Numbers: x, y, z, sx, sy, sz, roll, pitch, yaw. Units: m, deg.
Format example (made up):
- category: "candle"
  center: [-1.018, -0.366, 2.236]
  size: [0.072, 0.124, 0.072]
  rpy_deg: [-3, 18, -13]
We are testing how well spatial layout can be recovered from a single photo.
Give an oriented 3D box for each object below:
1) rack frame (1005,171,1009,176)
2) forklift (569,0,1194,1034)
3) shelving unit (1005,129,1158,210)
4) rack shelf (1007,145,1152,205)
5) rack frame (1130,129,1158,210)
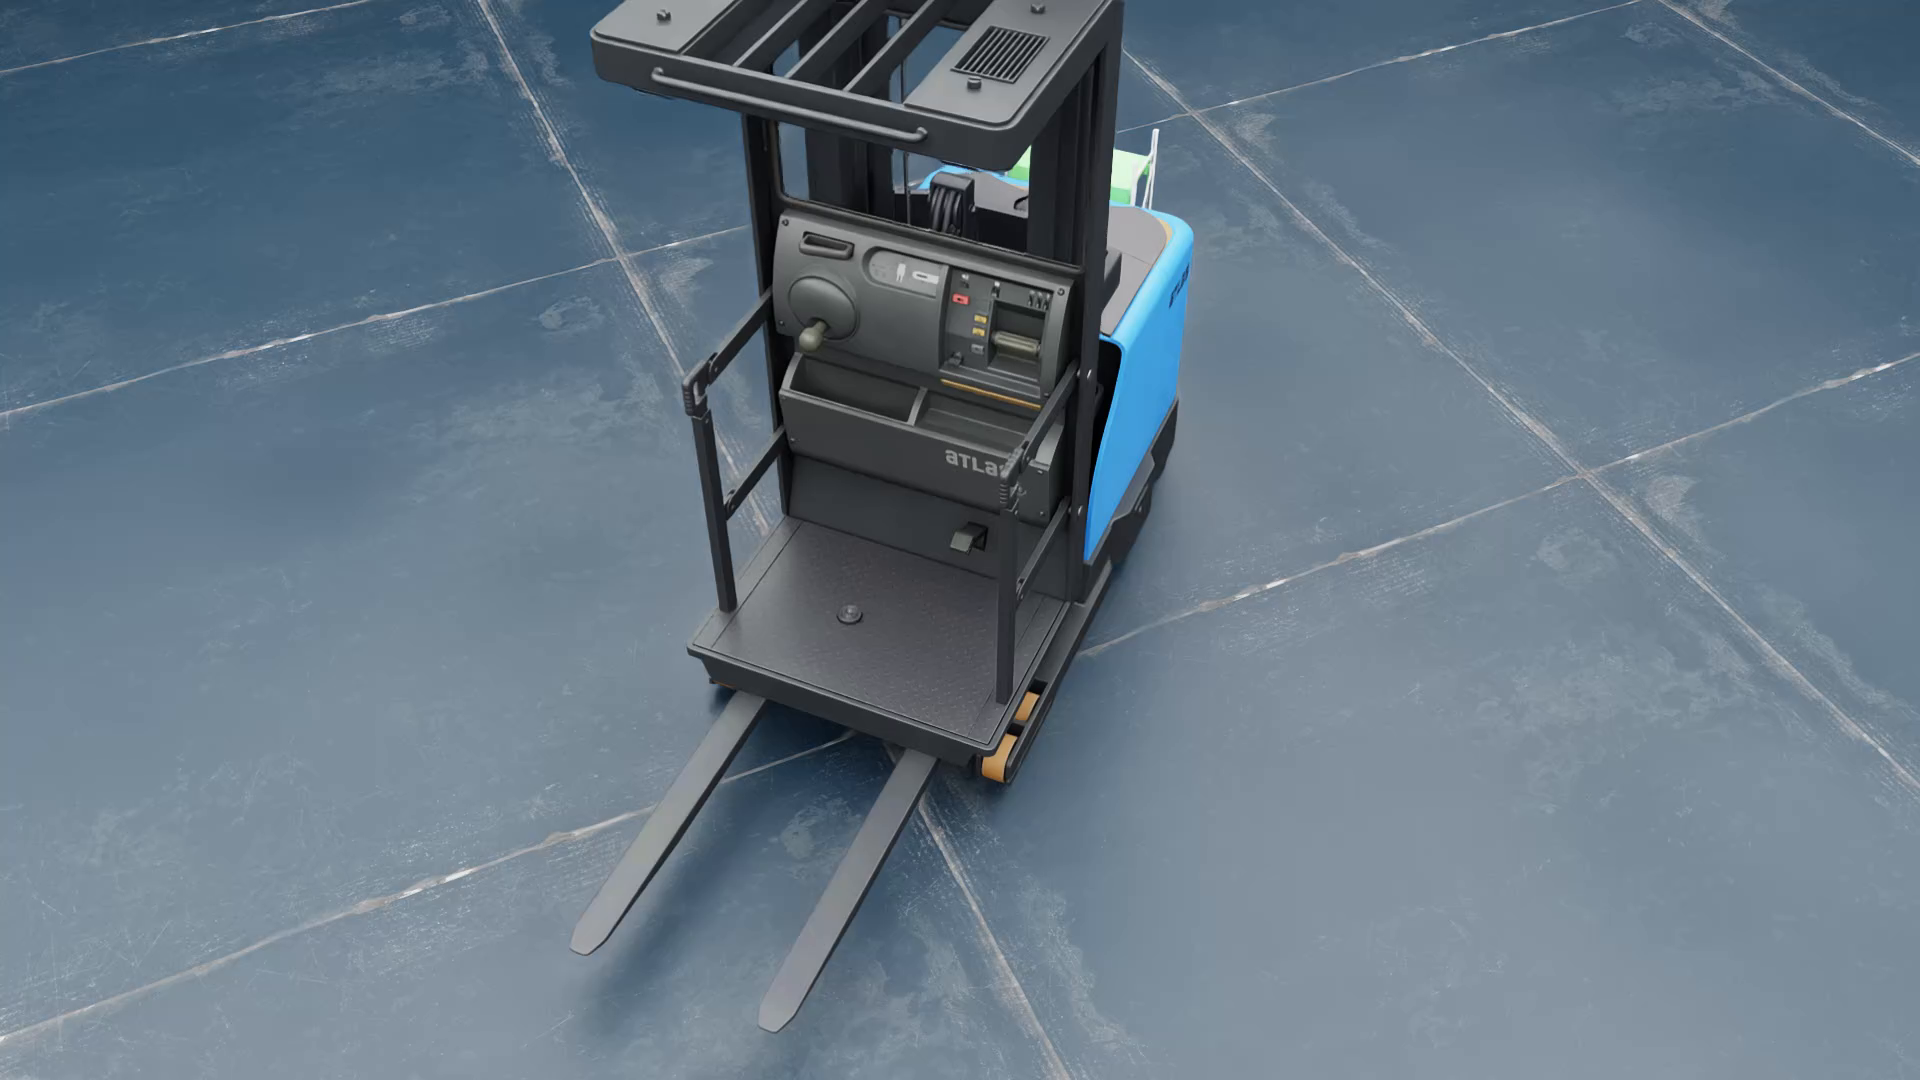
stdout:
- category: "rack frame"
  center: [0.220, -1.127, 6.537]
  size: [0.015, 1.200, 0.240]
  rpy_deg: [17, 47, 16]
- category: "forklift"
  center: [-0.209, -0.599, 4.770]
  size: [1.130, 2.935, 3.031]
  rpy_deg: [17, 47, 16]
- category: "shelving unit"
  center: [0.444, -1.059, 6.468]
  size: [0.503, 1.200, 0.258]
  rpy_deg: [17, 47, 16]
- category: "rack shelf"
  center: [0.445, -1.356, 6.177]
  size: [0.480, 0.148, 0.258]
  rpy_deg: [17, 47, 16]
- category: "rack frame"
  center: [0.668, -0.991, 6.399]
  size: [0.015, 1.200, 0.240]
  rpy_deg: [17, 47, 16]
